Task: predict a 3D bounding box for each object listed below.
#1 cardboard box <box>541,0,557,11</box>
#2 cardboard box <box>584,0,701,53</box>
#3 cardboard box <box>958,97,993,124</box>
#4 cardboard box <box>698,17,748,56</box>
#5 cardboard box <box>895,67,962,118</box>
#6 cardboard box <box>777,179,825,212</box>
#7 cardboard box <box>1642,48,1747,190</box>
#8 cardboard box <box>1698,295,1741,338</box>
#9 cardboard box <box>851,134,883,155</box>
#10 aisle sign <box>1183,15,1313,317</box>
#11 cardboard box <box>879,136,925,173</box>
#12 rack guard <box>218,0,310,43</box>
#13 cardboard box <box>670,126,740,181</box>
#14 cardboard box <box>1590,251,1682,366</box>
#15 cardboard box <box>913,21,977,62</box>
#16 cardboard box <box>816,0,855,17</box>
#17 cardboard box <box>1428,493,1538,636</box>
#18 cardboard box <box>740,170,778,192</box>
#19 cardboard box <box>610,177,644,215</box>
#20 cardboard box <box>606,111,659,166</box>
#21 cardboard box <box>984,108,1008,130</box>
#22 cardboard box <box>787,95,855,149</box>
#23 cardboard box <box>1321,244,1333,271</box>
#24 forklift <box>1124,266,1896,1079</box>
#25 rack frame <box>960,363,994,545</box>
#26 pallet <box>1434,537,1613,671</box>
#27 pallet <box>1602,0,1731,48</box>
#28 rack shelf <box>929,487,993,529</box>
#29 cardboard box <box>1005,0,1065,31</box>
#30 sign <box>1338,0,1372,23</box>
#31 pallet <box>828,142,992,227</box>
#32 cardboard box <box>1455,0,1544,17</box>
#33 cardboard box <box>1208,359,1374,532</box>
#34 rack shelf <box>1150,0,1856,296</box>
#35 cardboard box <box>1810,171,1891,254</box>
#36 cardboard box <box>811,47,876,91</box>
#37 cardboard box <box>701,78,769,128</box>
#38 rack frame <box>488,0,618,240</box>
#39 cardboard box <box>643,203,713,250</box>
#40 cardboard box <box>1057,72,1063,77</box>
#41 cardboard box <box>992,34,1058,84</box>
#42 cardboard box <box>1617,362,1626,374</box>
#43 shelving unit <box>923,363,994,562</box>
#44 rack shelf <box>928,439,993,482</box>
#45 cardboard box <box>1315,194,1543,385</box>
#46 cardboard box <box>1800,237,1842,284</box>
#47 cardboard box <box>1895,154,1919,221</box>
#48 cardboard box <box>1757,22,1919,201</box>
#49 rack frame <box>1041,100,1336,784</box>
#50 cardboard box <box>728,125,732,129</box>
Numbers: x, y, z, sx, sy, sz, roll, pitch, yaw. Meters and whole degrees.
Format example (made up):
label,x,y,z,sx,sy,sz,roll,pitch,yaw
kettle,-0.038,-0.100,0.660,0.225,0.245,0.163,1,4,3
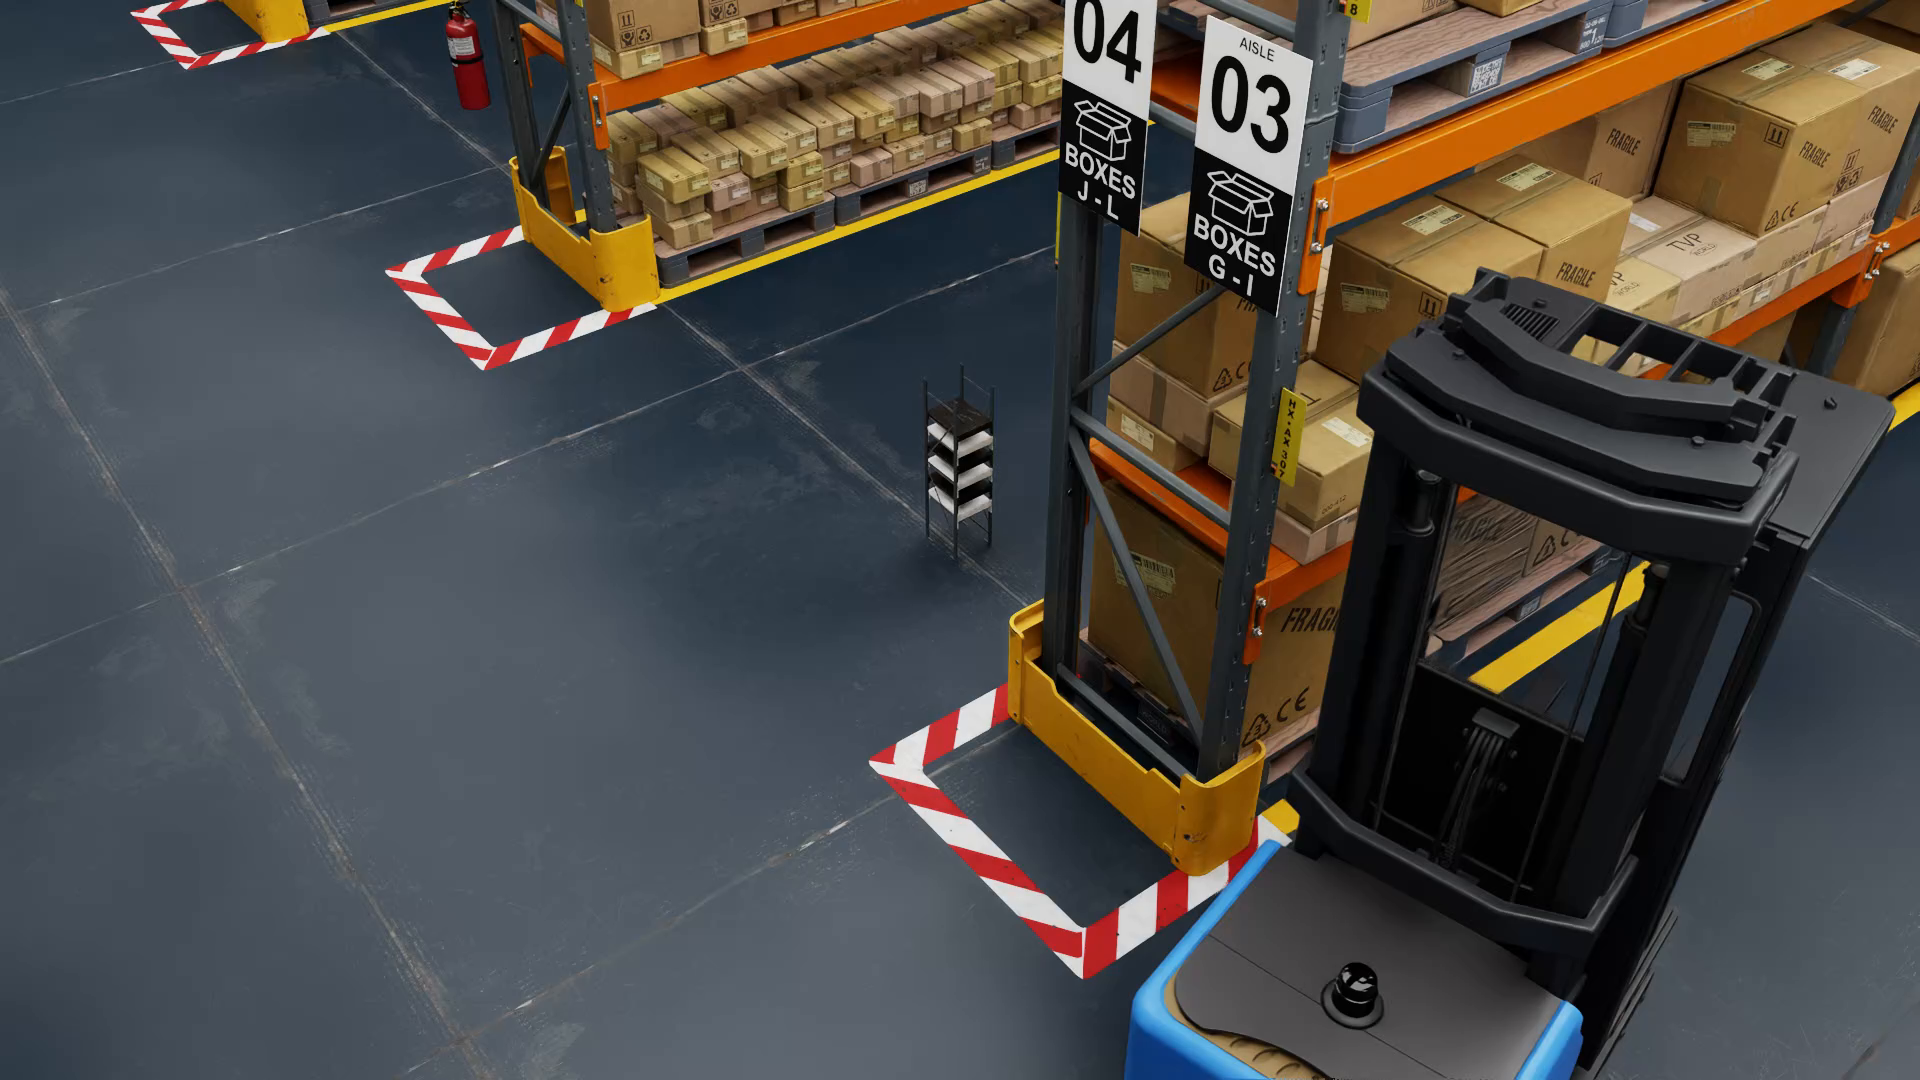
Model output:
label,x,y,z,sx,sy,sz,roll,pitch,yaw
cardboard box,-2.058,-3.222,9.133,0.500,0.500,0.500,-25,46,-27
cardboard box,-1.733,-2.954,8.806,0.500,0.500,0.500,-24,45,-26
cardboard box,0.001,-2.826,10.645,0.250,0.149,0.380,-25,45,-27
cardboard box,-1.378,-2.825,9.160,0.250,0.149,0.380,-27,47,-29
cardboard box,-0.199,-2.792,10.370,0.250,0.149,0.380,-28,47,-30
cardboard box,-1.027,-2.153,10.059,0.250,0.149,0.380,-25,46,-28
cardboard box,2.926,-1.882,7.105,0.500,0.500,0.500,-26,46,-28
cardboard box,2.998,-1.000,6.936,0.250,0.149,0.380,-25,46,-27
cardboard box,-0.682,-2.551,10.310,0.250,0.149,0.380,-24,45,-26
aisle sign,0.810,-1.059,4.759,0.004,0.787,0.394,-26,46,-28
cardboard box,-0.429,-2.472,10.448,0.250,0.149,0.380,-26,46,-28
rack guard,-5.373,-4.240,12.658,0.348,0.500,1.175,-26,46,-28
cardboard box,-1.490,-2.254,9.714,0.250,0.149,0.380,-25,46,-27
cardboard box,2.449,-0.940,6.548,0.500,0.250,0.500,-27,46,-29
cardboard box,-0.103,-3.261,10.942,0.250,0.149,0.380,-27,47,-29
cardboard box,-0.814,-3.168,9.578,0.250,0.149,0.380,-27,46,-29
cardboard box,1.865,-0.212,7.121,0.875,0.875,0.875,-26,46,-28
cardboard box,-1.294,-2.231,9.920,0.250,0.149,0.380,-25,46,-28
cardboard box,-1.967,-2.134,10.036,0.250,0.149,0.380,-25,46,-27
cardboard box,-1.992,-2.388,9.877,0.250,0.149,0.380,-25,46,-28
cardboard box,0.101,-2.815,10.867,0.250,0.149,0.380,-27,47,-29
cardboard box,-0.840,-2.527,10.047,0.250,0.149,0.380,-24,45,-27
cardboard box,1.713,-1.003,6.624,0.500,0.250,0.500,-28,47,-29
forklift,1.777,0.445,5.030,1.130,2.935,3.031,27,46,29
rack frame,0.074,-0.384,7.642,0.006,0.900,0.240,-26,46,-28
pallet,2.238,0.029,7.682,1.213,0.211,1.003,-26,46,-28
pallet,2.235,-2.124,5.812,1.213,0.211,1.003,-26,46,-28
rack shelf,-0.006,-0.180,7.730,0.200,0.077,0.258,-26,46,-28
cardboard box,0.515,-3.573,11.321,0.250,0.149,0.380,-24,45,-26
sign,1.018,-1.479,4.205,0.005,0.325,0.100,-26,46,-28
pallet,-0.565,-2.482,10.742,1.213,0.211,1.003,-26,46,-28
cardboard box,1.584,-2.016,5.123,0.500,0.500,0.700,-28,47,-30
cardboard box,1.230,-0.339,5.815,0.500,0.250,0.500,-27,47,-29
rack shelf,2.271,-1.887,6.021,4.000,0.370,1.077,-26,46,-28
cardboard box,3.666,-1.532,7.270,0.500,0.250,0.500,-27,46,-29
cardboard box,-0.740,-2.982,10.601,0.250,0.149,0.380,-26,46,-28
cardboard box,-1.386,-2.688,10.243,0.250,0.149,0.380,-28,47,-30
rack frame,-2.258,-2.766,8.890,0.127,3.000,1.000,-26,46,-28
cardboard box,-1.647,-1.867,9.711,0.250,0.149,0.380,-25,46,-27
cardboard box,0.651,-3.094,10.972,0.250,0.149,0.380,-28,47,-30
cardboard box,0.419,-3.115,10.763,0.250,0.149,0.380,-26,46,-28
cardboard box,2.386,-0.701,6.572,0.250,0.149,0.380,-27,47,-29
shelving unit,-0.006,-0.345,7.594,0.210,0.900,0.258,-26,46,-28
rack shelf,-0.006,-0.389,7.558,0.200,0.077,0.258,-26,46,-28
cardboard box,1.626,-0.822,5.813,0.500,0.500,0.500,-27,47,-29
cardboard box,3.610,-1.299,7.299,0.250,0.149,0.380,-25,46,-27
cardboard box,4.373,-1.869,7.718,0.500,0.500,0.500,-26,46,-28
cardboard box,3.655,-1.813,7.021,0.500,0.500,0.500,-25,45,-27
rack frame,0.685,-0.232,5.801,0.127,3.000,1.000,-26,46,-28
cardboard box,-1.326,-2.542,10.299,0.250,0.149,0.380,-27,46,-29
